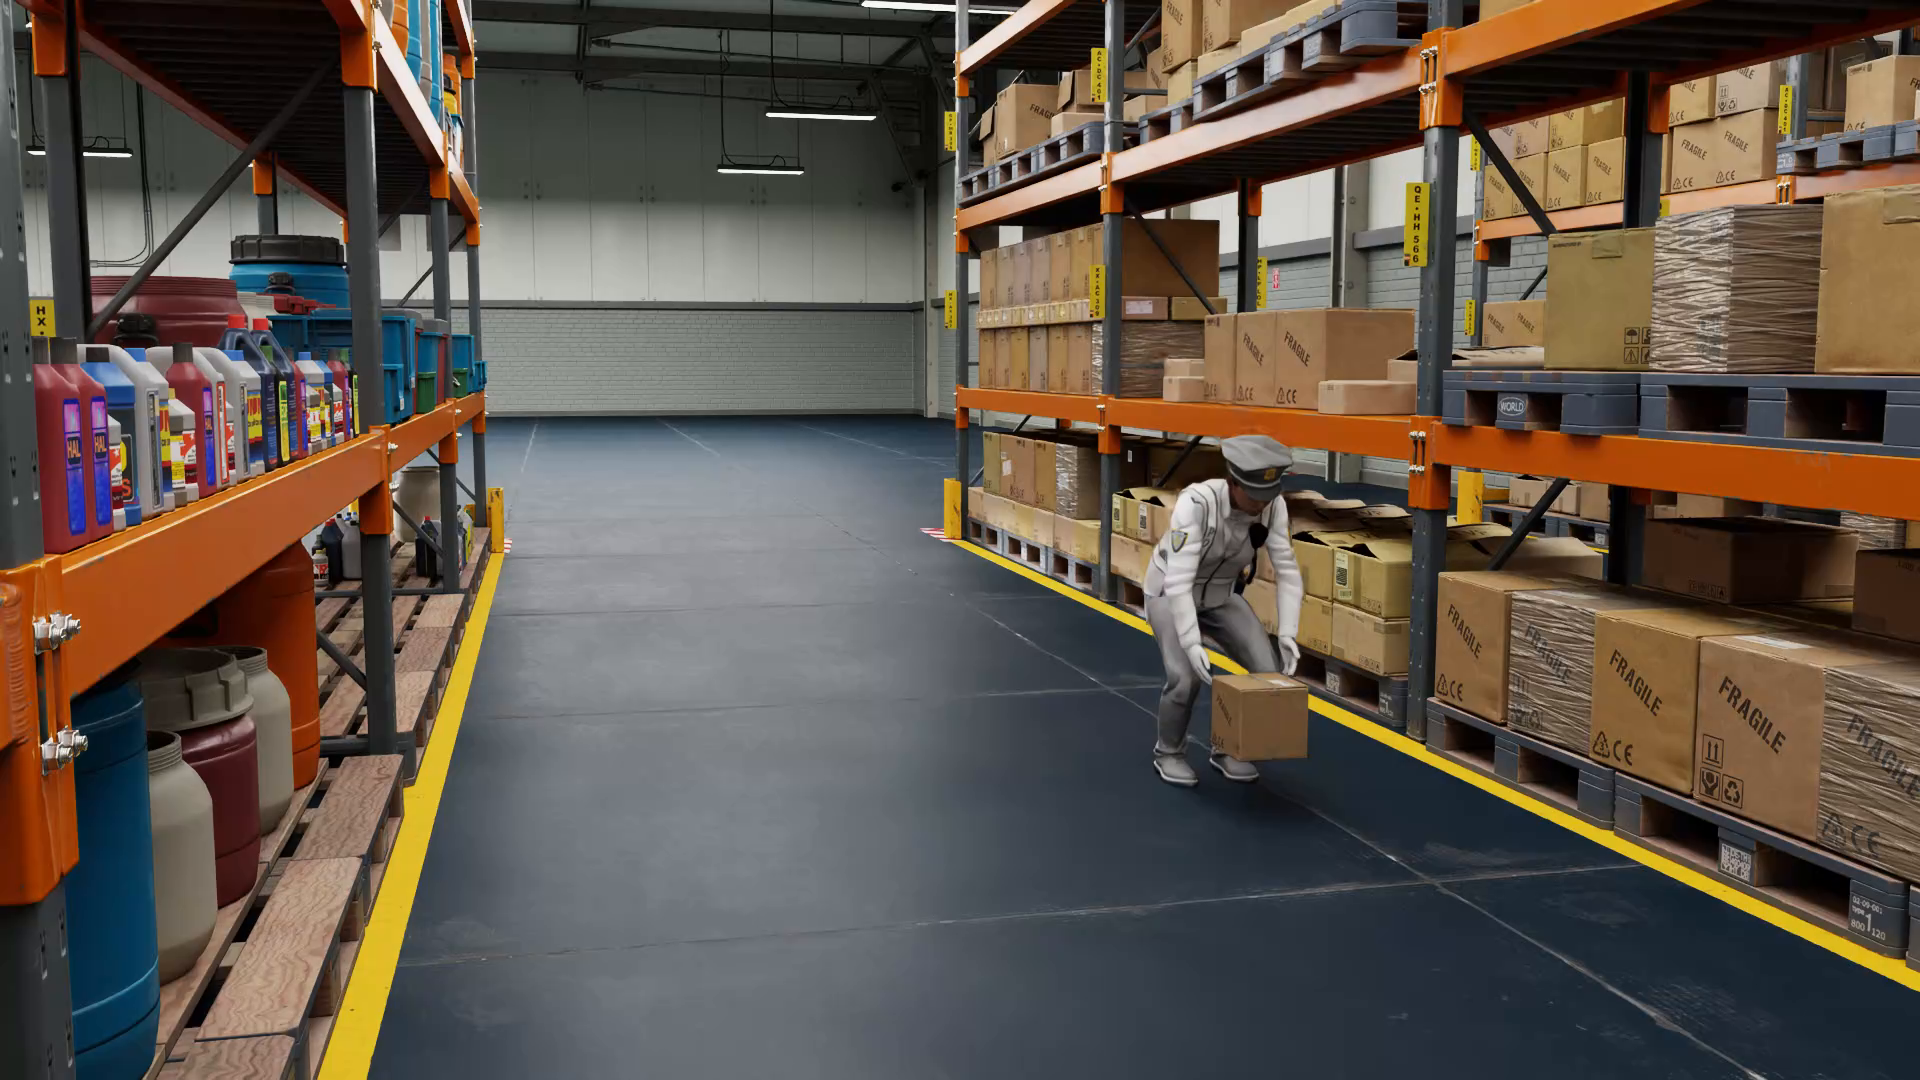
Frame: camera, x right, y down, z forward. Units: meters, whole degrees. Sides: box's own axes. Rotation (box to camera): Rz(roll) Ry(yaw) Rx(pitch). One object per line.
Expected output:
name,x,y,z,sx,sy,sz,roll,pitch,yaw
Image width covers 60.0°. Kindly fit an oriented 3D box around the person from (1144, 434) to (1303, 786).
person,0.969,0.254,6.096,0.534,1.294,0.749,-2,6,-14
